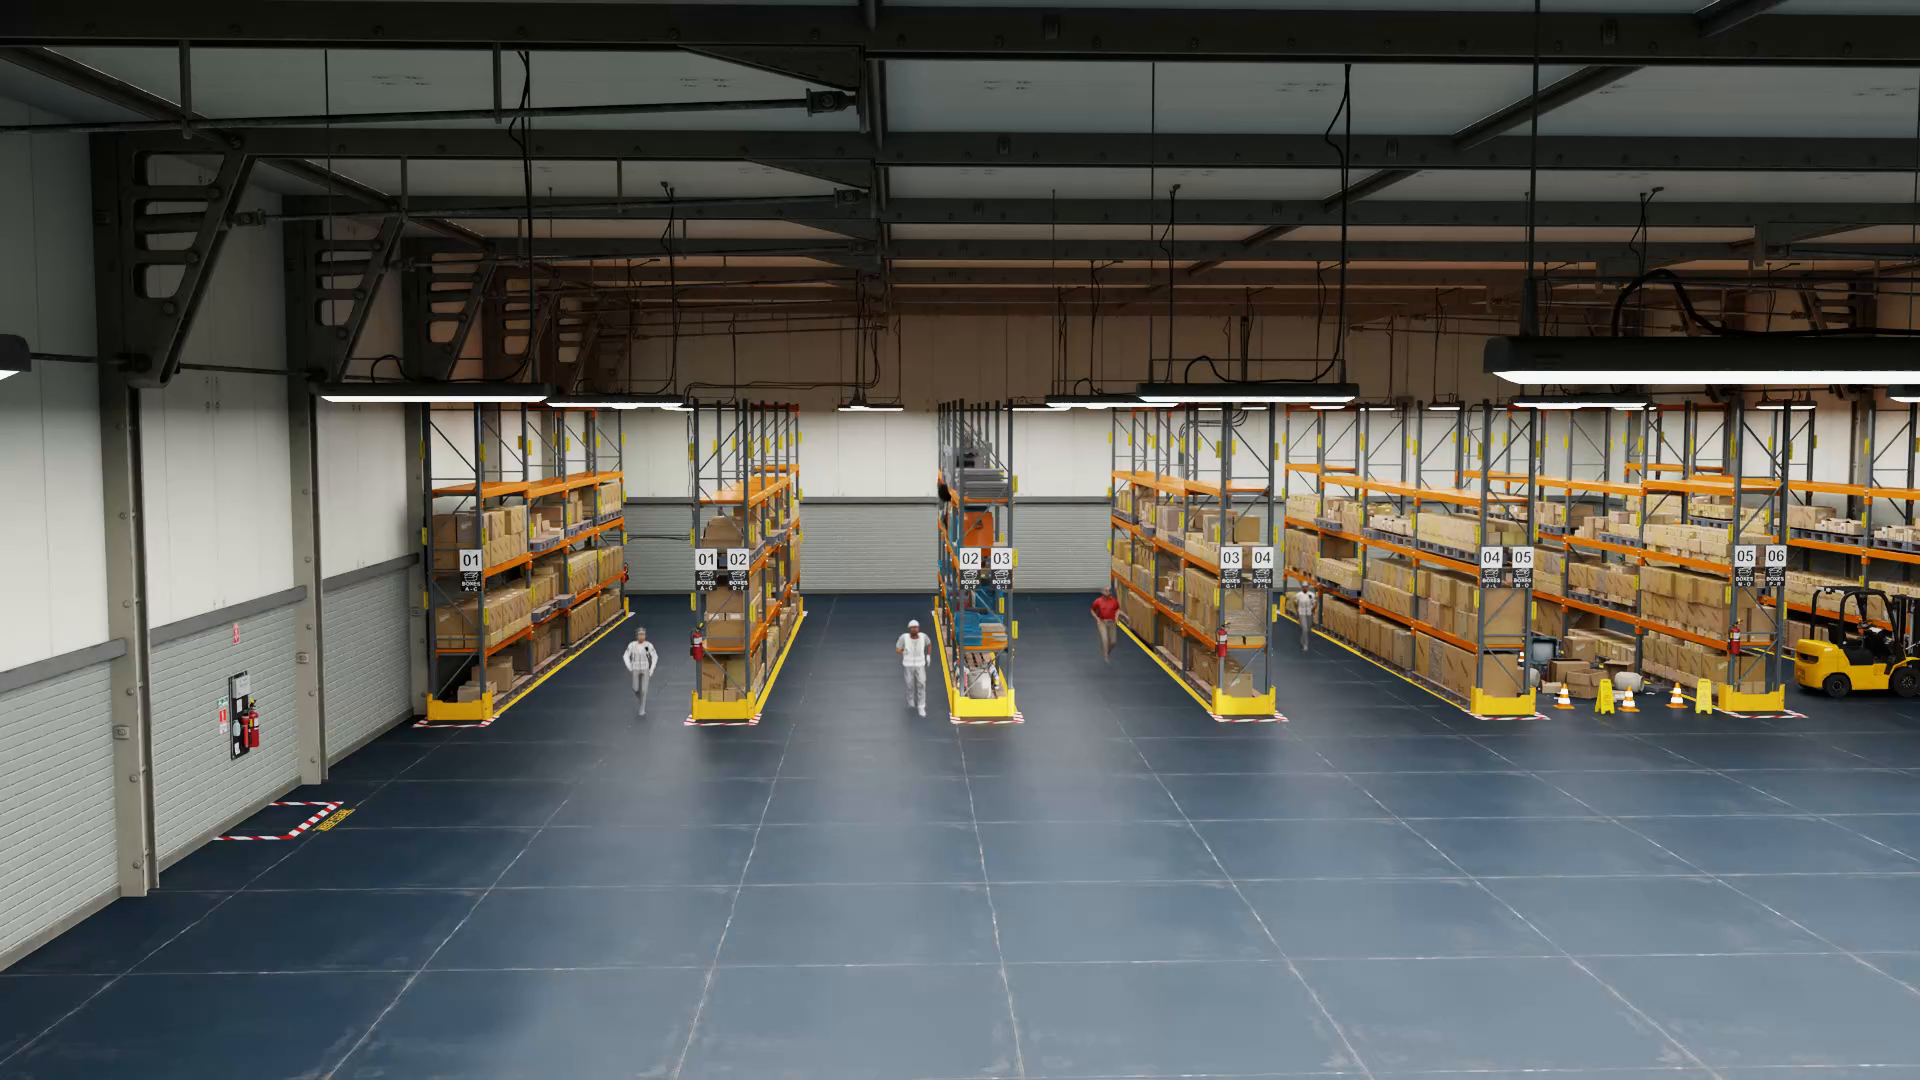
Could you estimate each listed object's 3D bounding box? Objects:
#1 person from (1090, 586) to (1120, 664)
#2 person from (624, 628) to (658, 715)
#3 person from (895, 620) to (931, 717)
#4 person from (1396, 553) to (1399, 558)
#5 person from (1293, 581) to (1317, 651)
[{"bbox_3d":[3.185,1.864,36.296,0.664,1.710,0.595,-1,4,-9],"label":"person"},{"bbox_3d":[-6.102,2.494,31.786,0.652,1.665,0.502,-1,4,-7],"label":"person"},{"bbox_3d":[-0.888,2.423,31.829,0.706,1.814,0.882,0,4,-5],"label":"person"},{"bbox_3d":[13.035,1.186,49.246,0.783,1.638,0.498,0,4,-1],"label":"person"},{"bbox_3d":[8.402,1.827,40.437,0.576,1.696,0.726,0,4,3],"label":"person"}]
